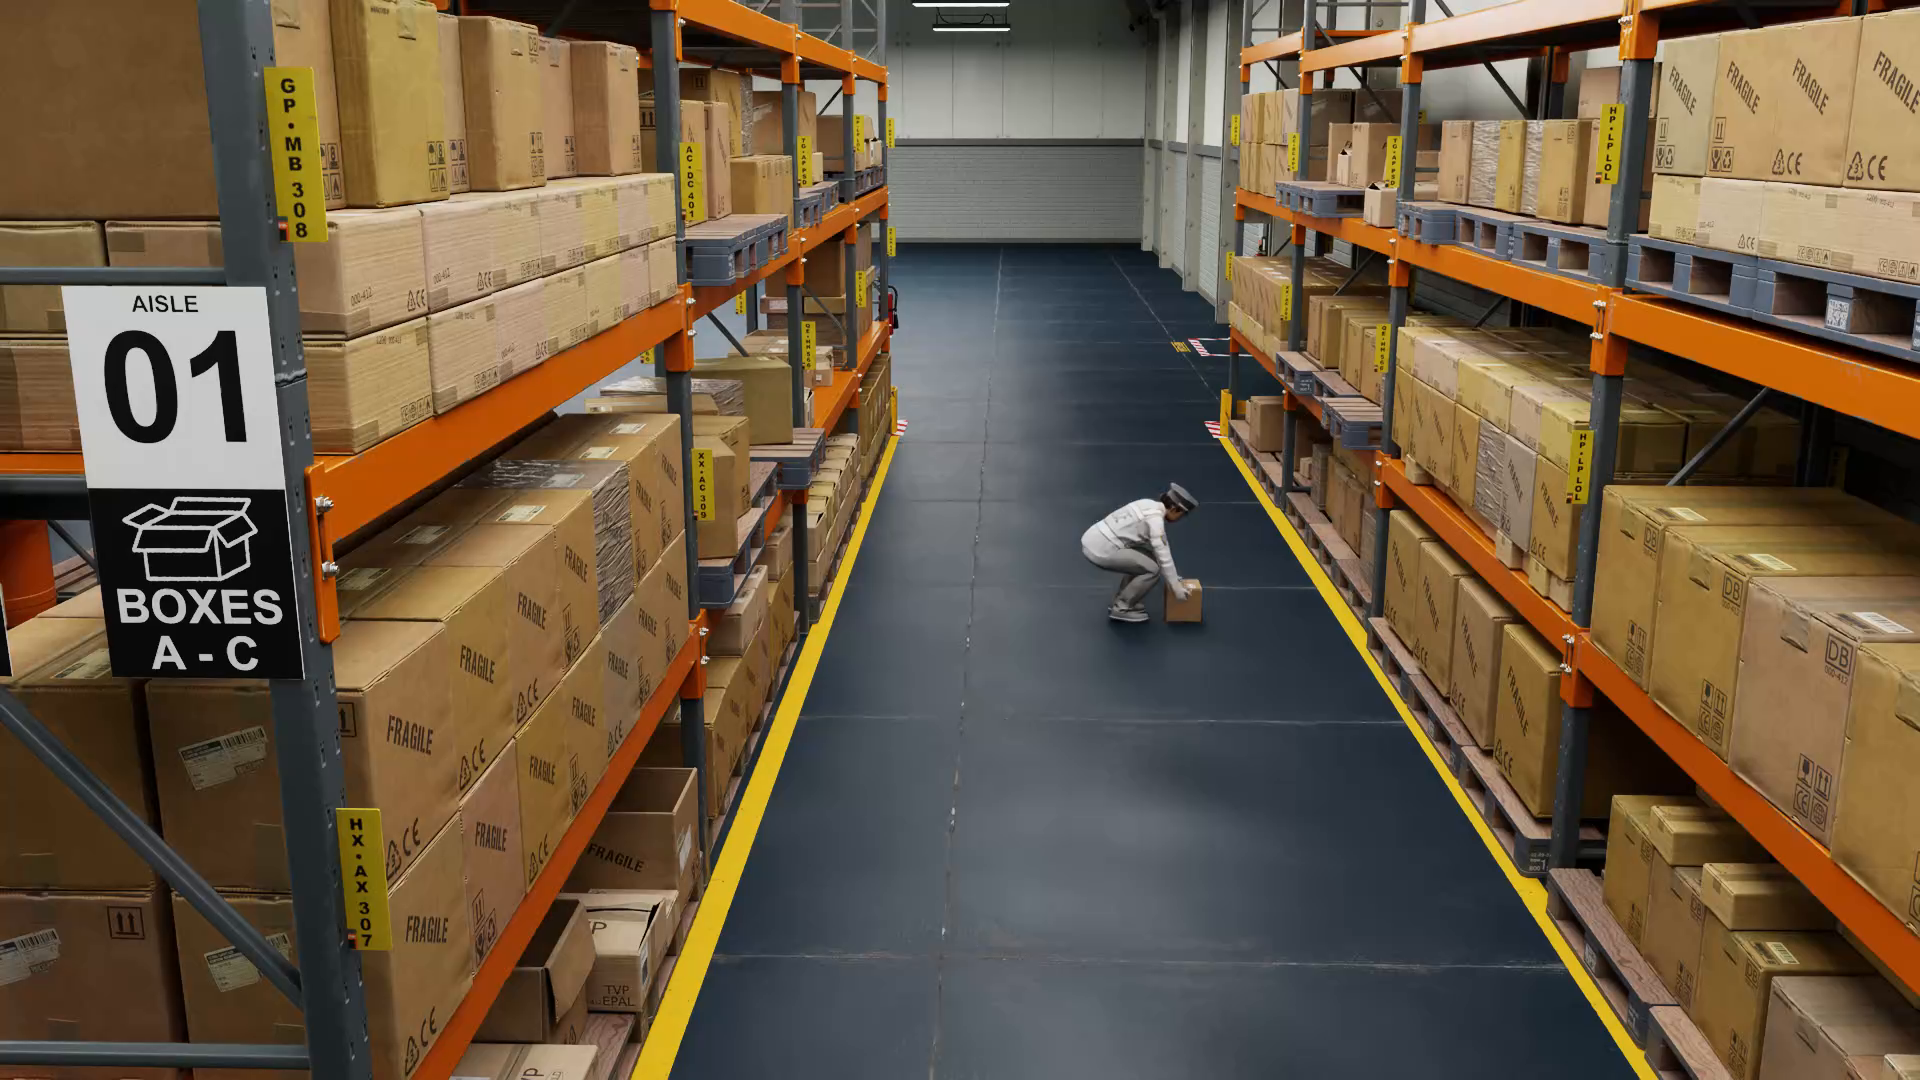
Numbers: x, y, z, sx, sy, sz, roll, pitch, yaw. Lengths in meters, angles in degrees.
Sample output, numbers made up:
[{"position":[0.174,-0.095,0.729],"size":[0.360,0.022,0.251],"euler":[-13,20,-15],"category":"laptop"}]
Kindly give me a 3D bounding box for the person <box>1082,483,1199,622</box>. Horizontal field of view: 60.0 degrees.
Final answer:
[{"position":[1.305,0.079,12.098],"size":[0.843,0.985,0.489],"euler":[0,14,1],"category":"person"}]
